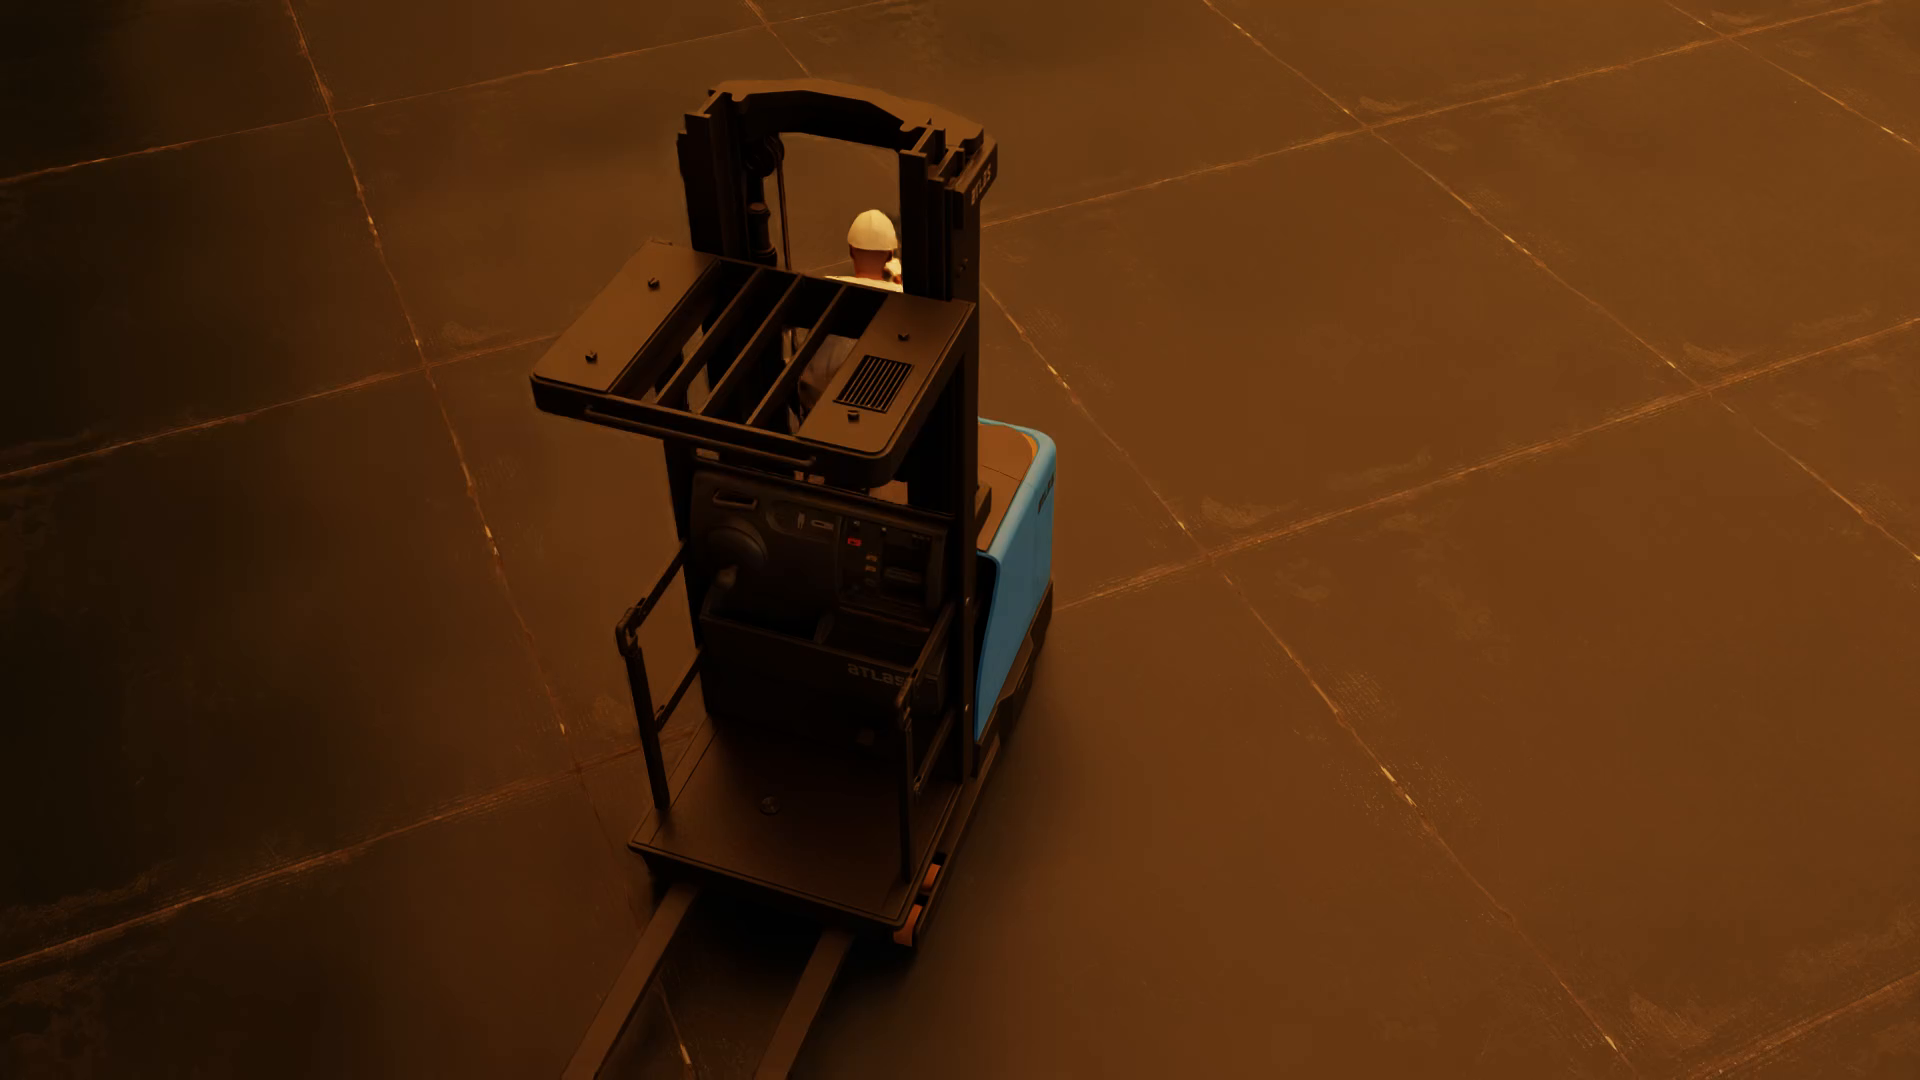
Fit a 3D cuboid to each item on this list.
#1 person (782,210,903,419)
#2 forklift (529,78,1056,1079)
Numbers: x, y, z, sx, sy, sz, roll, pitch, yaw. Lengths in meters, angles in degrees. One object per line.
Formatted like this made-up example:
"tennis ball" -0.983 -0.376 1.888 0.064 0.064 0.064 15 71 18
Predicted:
"person" -0.492 -0.898 7.659 0.906 1.559 0.829 -9 44 -9
"forklift" -0.563 0.122 5.549 1.130 2.935 3.031 13 45 14
